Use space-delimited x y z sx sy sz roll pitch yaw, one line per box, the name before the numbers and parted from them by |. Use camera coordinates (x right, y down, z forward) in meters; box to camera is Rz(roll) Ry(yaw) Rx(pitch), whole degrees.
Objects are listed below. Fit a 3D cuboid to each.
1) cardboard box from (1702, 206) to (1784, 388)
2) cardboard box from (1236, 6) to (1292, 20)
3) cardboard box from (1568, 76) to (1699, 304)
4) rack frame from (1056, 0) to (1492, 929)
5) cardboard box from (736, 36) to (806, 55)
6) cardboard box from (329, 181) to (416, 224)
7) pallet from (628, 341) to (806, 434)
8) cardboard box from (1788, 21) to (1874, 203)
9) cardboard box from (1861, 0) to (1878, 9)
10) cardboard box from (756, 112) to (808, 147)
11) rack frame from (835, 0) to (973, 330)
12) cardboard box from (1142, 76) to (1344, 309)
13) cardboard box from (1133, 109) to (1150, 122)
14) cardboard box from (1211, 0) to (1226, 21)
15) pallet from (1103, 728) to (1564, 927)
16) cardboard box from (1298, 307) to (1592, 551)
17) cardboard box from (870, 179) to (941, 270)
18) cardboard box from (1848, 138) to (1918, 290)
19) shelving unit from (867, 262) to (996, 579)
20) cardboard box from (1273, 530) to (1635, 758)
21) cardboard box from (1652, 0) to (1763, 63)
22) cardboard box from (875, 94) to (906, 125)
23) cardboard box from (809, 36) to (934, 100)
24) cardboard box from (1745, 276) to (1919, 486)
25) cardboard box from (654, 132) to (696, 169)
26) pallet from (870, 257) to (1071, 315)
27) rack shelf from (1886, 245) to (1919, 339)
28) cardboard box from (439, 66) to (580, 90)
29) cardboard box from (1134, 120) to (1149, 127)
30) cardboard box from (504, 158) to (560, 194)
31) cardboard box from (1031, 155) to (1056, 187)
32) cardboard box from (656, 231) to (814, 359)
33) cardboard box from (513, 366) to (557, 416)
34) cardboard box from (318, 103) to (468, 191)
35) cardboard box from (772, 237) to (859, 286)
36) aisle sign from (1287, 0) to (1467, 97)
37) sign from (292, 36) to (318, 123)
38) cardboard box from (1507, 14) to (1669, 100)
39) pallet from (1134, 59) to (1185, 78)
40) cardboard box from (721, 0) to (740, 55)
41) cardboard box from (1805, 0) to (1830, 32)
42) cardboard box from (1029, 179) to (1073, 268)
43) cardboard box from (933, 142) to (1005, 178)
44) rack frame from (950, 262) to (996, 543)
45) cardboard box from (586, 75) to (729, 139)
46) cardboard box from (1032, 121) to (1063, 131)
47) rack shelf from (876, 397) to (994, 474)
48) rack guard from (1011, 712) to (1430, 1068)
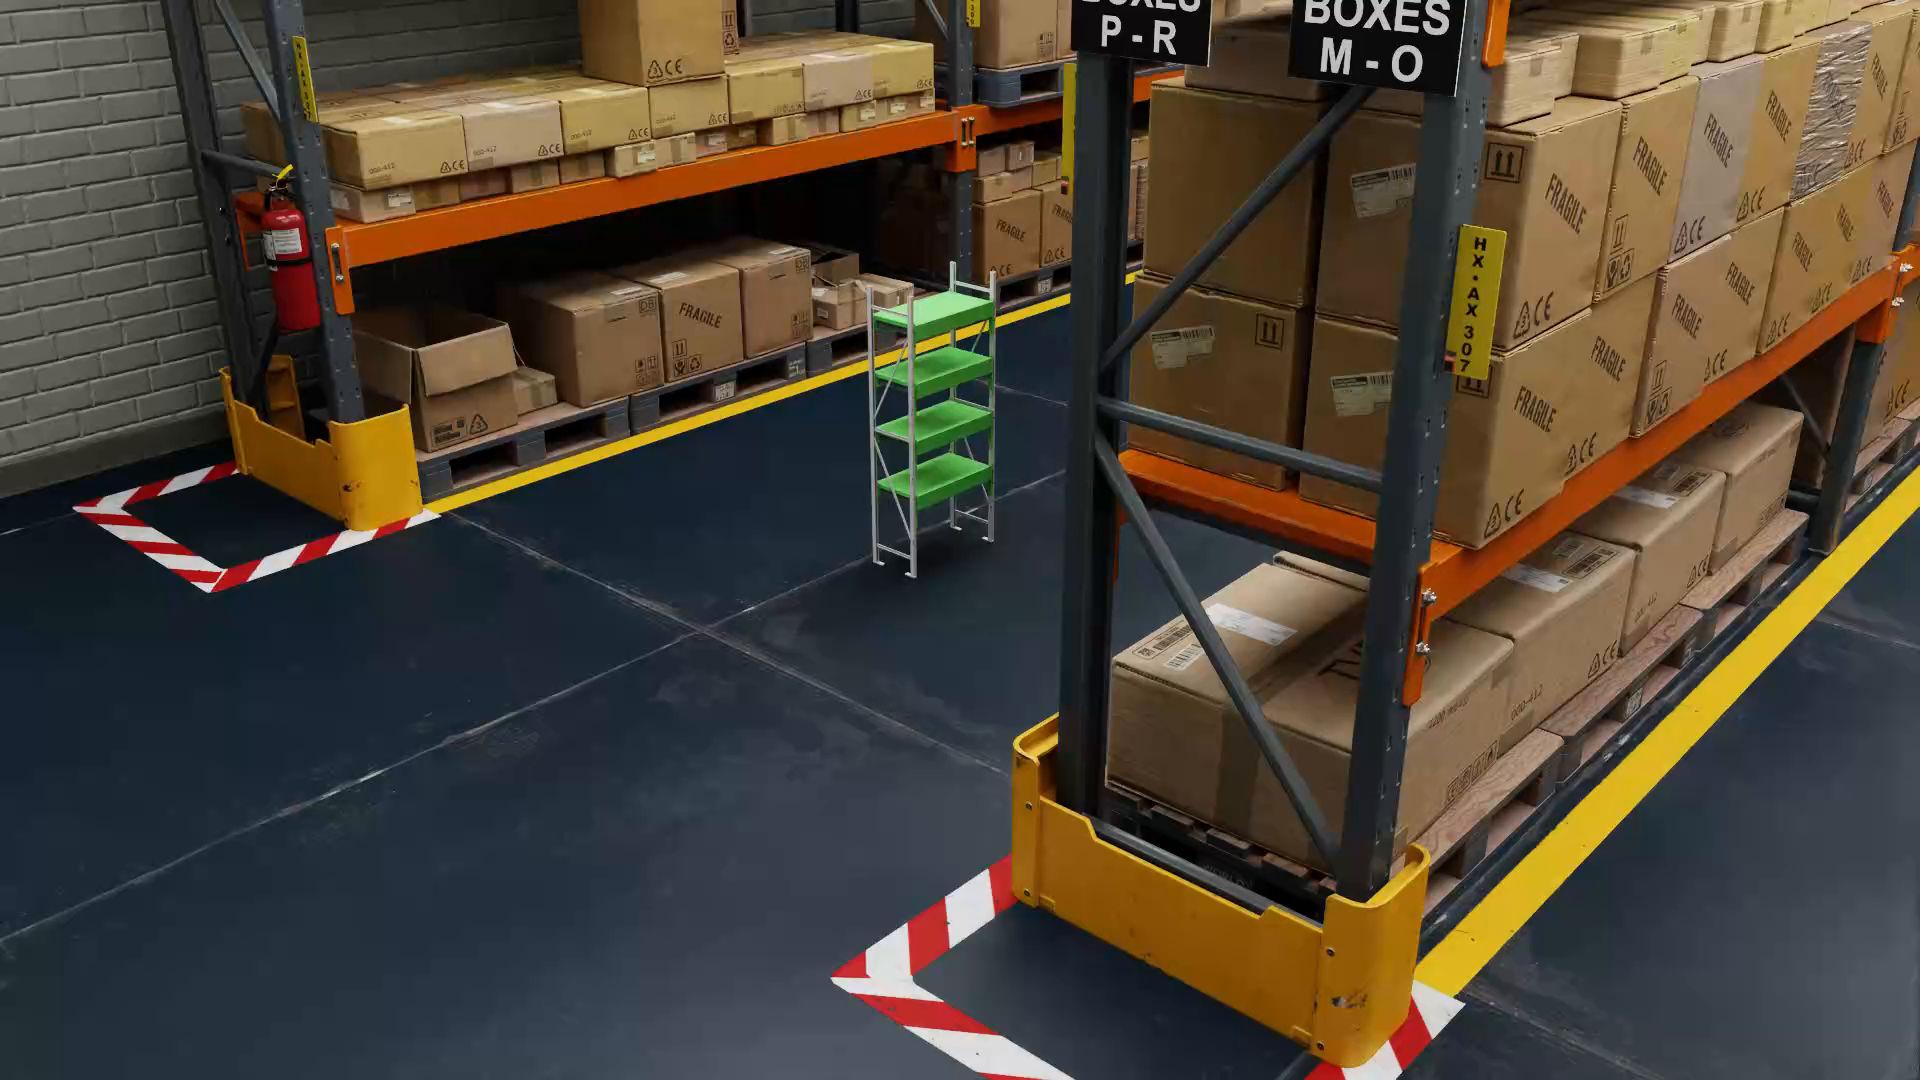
cardboard box | 2.217 -0.811 5.270 0.500 0.500 0.500 21 32 39
cardboard box | 0.933 -1.274 4.289 0.380 0.149 0.250 21 31 38
cardboard box | 1.563 -0.958 4.377 0.500 0.500 0.500 19 30 36
rack frame | 0.691 -0.229 4.094 1.000 3.000 0.127 20 31 38
cardboard box | -1.200 -2.637 9.285 0.500 0.250 0.500 20 31 37
cardboard box | -2.584 -1.493 7.222 0.380 0.149 0.250 20 31 37
pallet | -1.612 -0.947 9.104 1.003 0.211 1.213 20 31 38
cardboard box | 2.574 -1.420 5.406 0.500 0.500 0.500 21 31 38
cardboard box | 2.961 -1.940 5.774 0.380 0.149 0.250 20 31 38
cardboard box | -1.021 -2.192 8.779 0.380 0.149 0.250 20 31 37
rack frame | -0.338 -2.802 9.832 1.000 3.000 0.127 20 31 38
cardboard box | 0.835 -0.942 4.341 0.500 0.500 0.500 21 32 39
cardboard box | 1.197 -3.065 12.168 0.380 0.149 0.250 18 30 35
cardboard box | 1.379 -3.711 11.221 0.797 0.503 0.637 19 31 36
pallet | 1.166 0.779 5.255 1.003 0.211 1.213 20 31 38
cardboard box | 1.225 -0.342 4.224 0.500 0.500 0.500 20 31 37
cardboard box | -0.231 -2.083 10.771 0.500 0.500 0.500 20 31 37
cardboard box | 3.241 -1.282 6.320 0.500 0.500 0.500 20 31 38
shelving unit | -0.110 -0.497 6.892 0.258 1.200 0.503 20 31 38
cardboard box | 1.661 0.239 5.668 0.875 0.438 0.875 21 32 39
cardboard box | 2.011 -1.450 4.681 0.380 0.149 0.250 20 31 38
cardboard box | -0.521 -2.436 9.323 0.380 0.149 0.250 21 32 39
cardboard box | -0.497 -2.647 9.307 0.500 0.250 0.500 21 32 39
cardboard box | 3.715 -0.880 7.630 0.875 0.875 0.875 21 32 39
cardboard box | -1.527 -1.958 8.258 0.380 0.149 0.250 21 32 39
pallet | 0.176 -1.787 10.978 1.003 0.211 1.213 20 31 38
rack shelf | 4.695 -1.728 8.318 1.077 0.370 4.000 20 31 38
cardboard box | -2.220 -2.169 8.241 0.500 0.250 0.500 21 32 39
cardboard box | 1.446 -2.844 11.675 0.380 0.149 0.250 20 31 37
cardboard box | -2.085 -1.733 7.757 0.380 0.149 0.250 21 32 39
cardboard box | 0.389 -2.372 10.623 0.380 0.149 0.250 18 30 35
cardboard box | -1.237 -1.360 9.160 0.700 0.500 0.500 19 30 36
cardboard box | -2.217 -0.753 8.234 0.380 0.149 0.250 19 30 36
cardboard box | -2.505 -1.715 7.228 0.500 0.250 0.500 20 31 38
cardboard box | -0.955 -1.630 9.991 0.500 0.311 0.500 22 32 39
aisle sign | 0.859 -1.314 3.336 0.394 0.787 0.004 20 31 38
sign | -2.604 -1.830 6.606 0.100 0.325 0.005 20 31 38
cardboard box | 1.515 -1.206 4.137 0.380 0.149 0.250 21 32 39
pallet | 1.037 -3.339 11.265 1.003 0.211 1.213 20 31 38
cardboard box | -1.531 -2.830 8.799 0.500 0.500 0.500 19 30 36
cardboard box | 2.492 -1.692 5.221 0.380 0.149 0.250 19 31 36
cardboard box | 0.500 -2.103 10.817 0.500 0.500 0.500 20 31 37
cardboard box | 0.054 -2.337 10.183 0.380 0.149 0.250 19 31 37
rack frame | 0.052 -0.571 7.058 0.240 1.200 0.015 20 31 38
cardboard box | -1.507 -2.185 8.278 0.500 0.250 0.500 19 30 36
cardboard box | 0.716 -2.814 11.609 0.380 0.149 0.250 19 30 36
rack shelf | -0.110 -0.439 6.918 0.258 0.148 0.480 20 31 38
rack guard | 0.675 0.919 4.589 1.175 0.500 0.348 20 31 38
